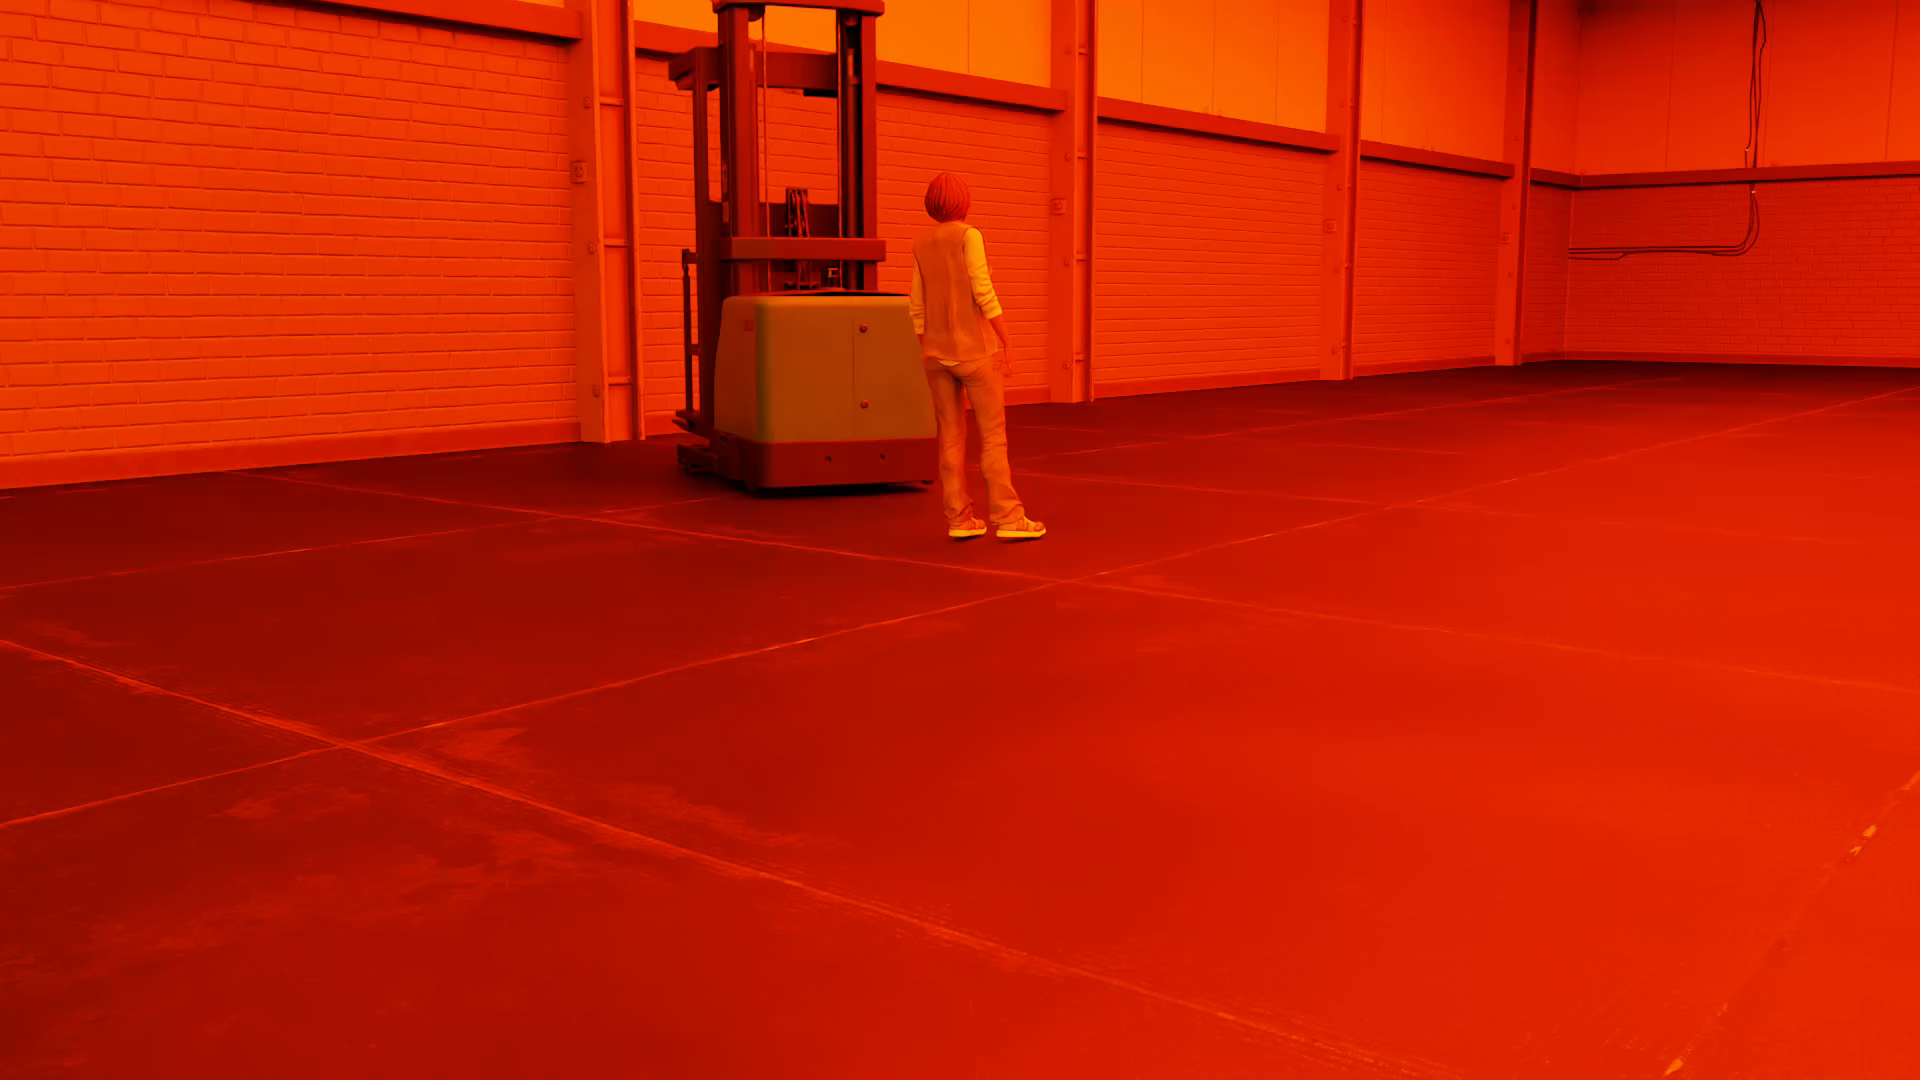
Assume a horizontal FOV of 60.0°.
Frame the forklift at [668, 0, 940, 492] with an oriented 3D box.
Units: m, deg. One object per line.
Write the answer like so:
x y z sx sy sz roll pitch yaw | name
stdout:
-1.129 -1.883 10.150 1.130 2.935 3.031 -3 9 -22 | forklift

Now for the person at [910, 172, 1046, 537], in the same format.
0.057 -0.804 7.336 0.521 1.596 0.475 7 11 38 | person
